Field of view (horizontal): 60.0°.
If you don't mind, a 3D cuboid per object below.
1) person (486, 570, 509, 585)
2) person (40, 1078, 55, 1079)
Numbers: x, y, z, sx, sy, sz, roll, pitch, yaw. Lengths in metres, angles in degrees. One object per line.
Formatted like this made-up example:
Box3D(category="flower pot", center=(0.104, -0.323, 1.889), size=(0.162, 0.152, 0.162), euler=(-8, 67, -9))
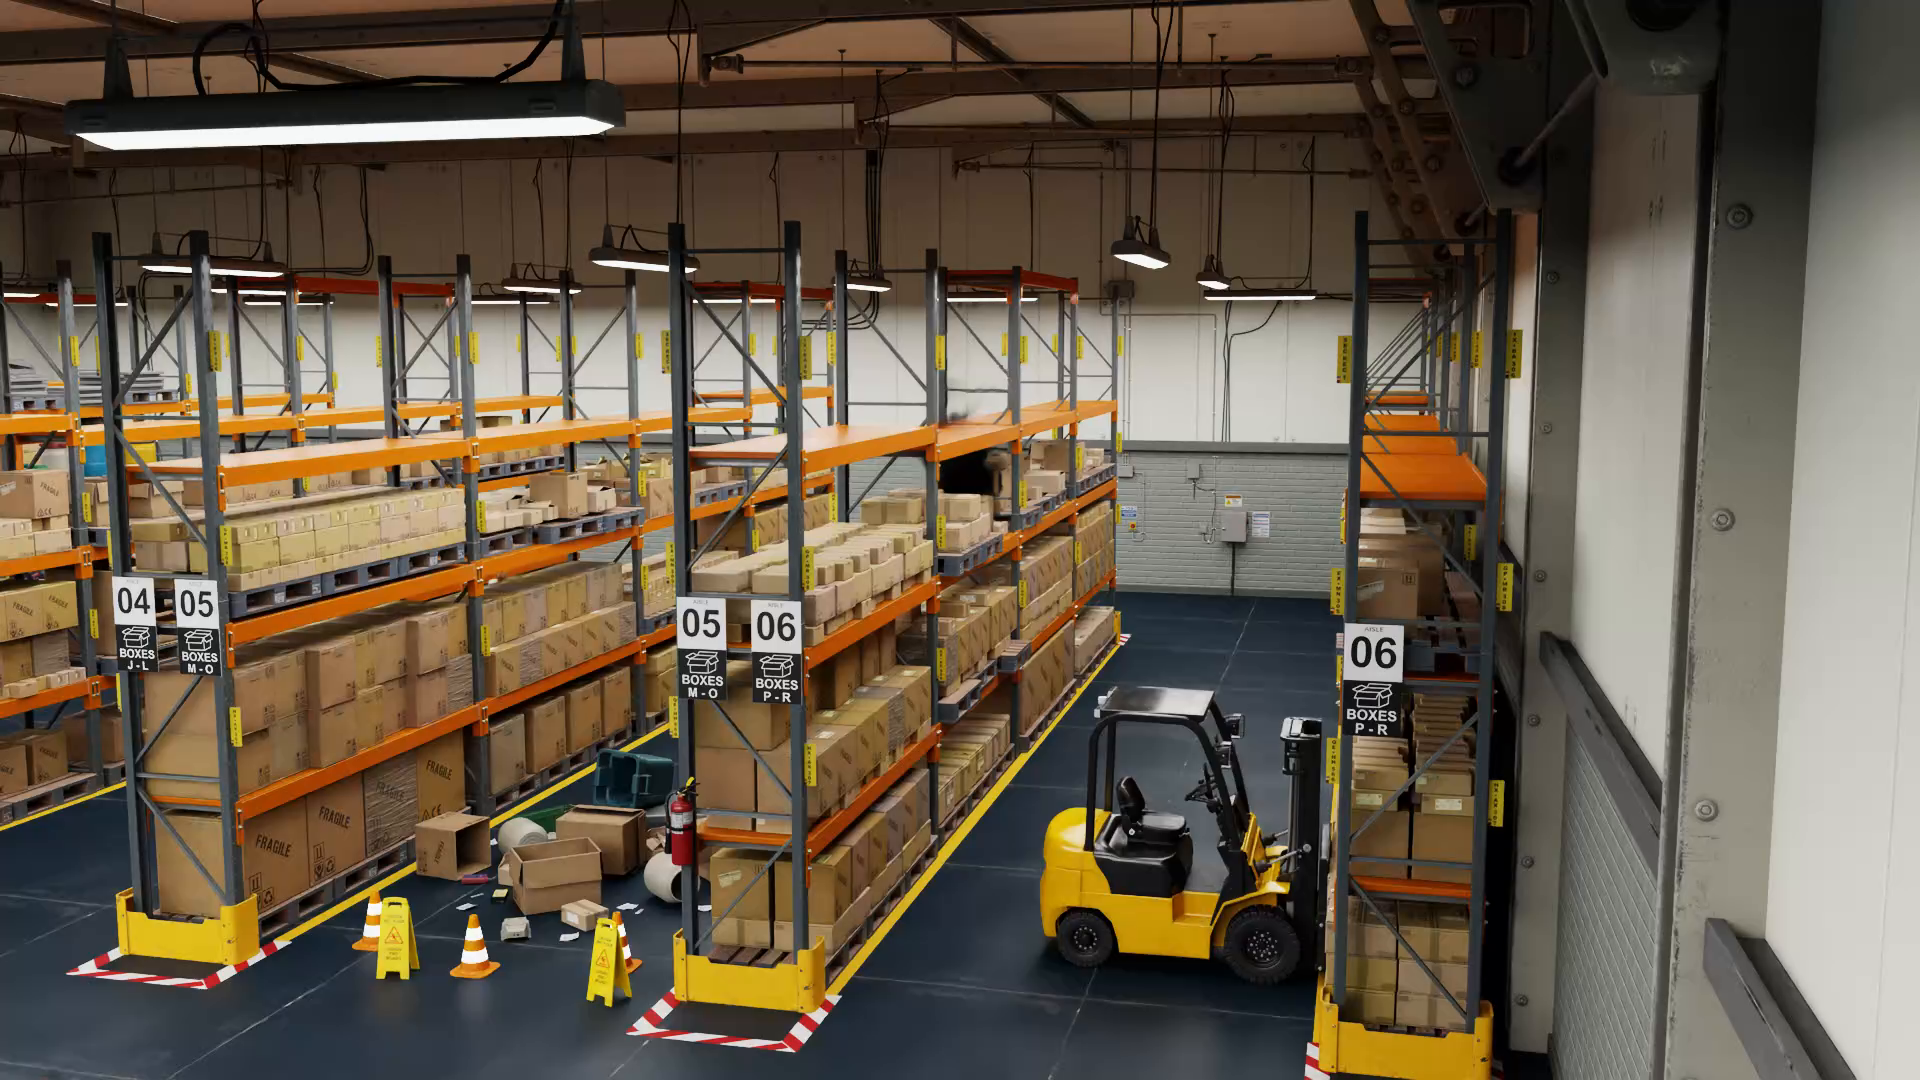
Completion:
Box3D(category="person", center=(-6.904, 1.232, 25.204), size=(0.715, 1.776, 0.940), euler=(1, 7, 9))
Box3D(category="person", center=(-4.290, 3.369, 7.860), size=(0.545, 1.697, 0.895), euler=(-5, 8, -33))
